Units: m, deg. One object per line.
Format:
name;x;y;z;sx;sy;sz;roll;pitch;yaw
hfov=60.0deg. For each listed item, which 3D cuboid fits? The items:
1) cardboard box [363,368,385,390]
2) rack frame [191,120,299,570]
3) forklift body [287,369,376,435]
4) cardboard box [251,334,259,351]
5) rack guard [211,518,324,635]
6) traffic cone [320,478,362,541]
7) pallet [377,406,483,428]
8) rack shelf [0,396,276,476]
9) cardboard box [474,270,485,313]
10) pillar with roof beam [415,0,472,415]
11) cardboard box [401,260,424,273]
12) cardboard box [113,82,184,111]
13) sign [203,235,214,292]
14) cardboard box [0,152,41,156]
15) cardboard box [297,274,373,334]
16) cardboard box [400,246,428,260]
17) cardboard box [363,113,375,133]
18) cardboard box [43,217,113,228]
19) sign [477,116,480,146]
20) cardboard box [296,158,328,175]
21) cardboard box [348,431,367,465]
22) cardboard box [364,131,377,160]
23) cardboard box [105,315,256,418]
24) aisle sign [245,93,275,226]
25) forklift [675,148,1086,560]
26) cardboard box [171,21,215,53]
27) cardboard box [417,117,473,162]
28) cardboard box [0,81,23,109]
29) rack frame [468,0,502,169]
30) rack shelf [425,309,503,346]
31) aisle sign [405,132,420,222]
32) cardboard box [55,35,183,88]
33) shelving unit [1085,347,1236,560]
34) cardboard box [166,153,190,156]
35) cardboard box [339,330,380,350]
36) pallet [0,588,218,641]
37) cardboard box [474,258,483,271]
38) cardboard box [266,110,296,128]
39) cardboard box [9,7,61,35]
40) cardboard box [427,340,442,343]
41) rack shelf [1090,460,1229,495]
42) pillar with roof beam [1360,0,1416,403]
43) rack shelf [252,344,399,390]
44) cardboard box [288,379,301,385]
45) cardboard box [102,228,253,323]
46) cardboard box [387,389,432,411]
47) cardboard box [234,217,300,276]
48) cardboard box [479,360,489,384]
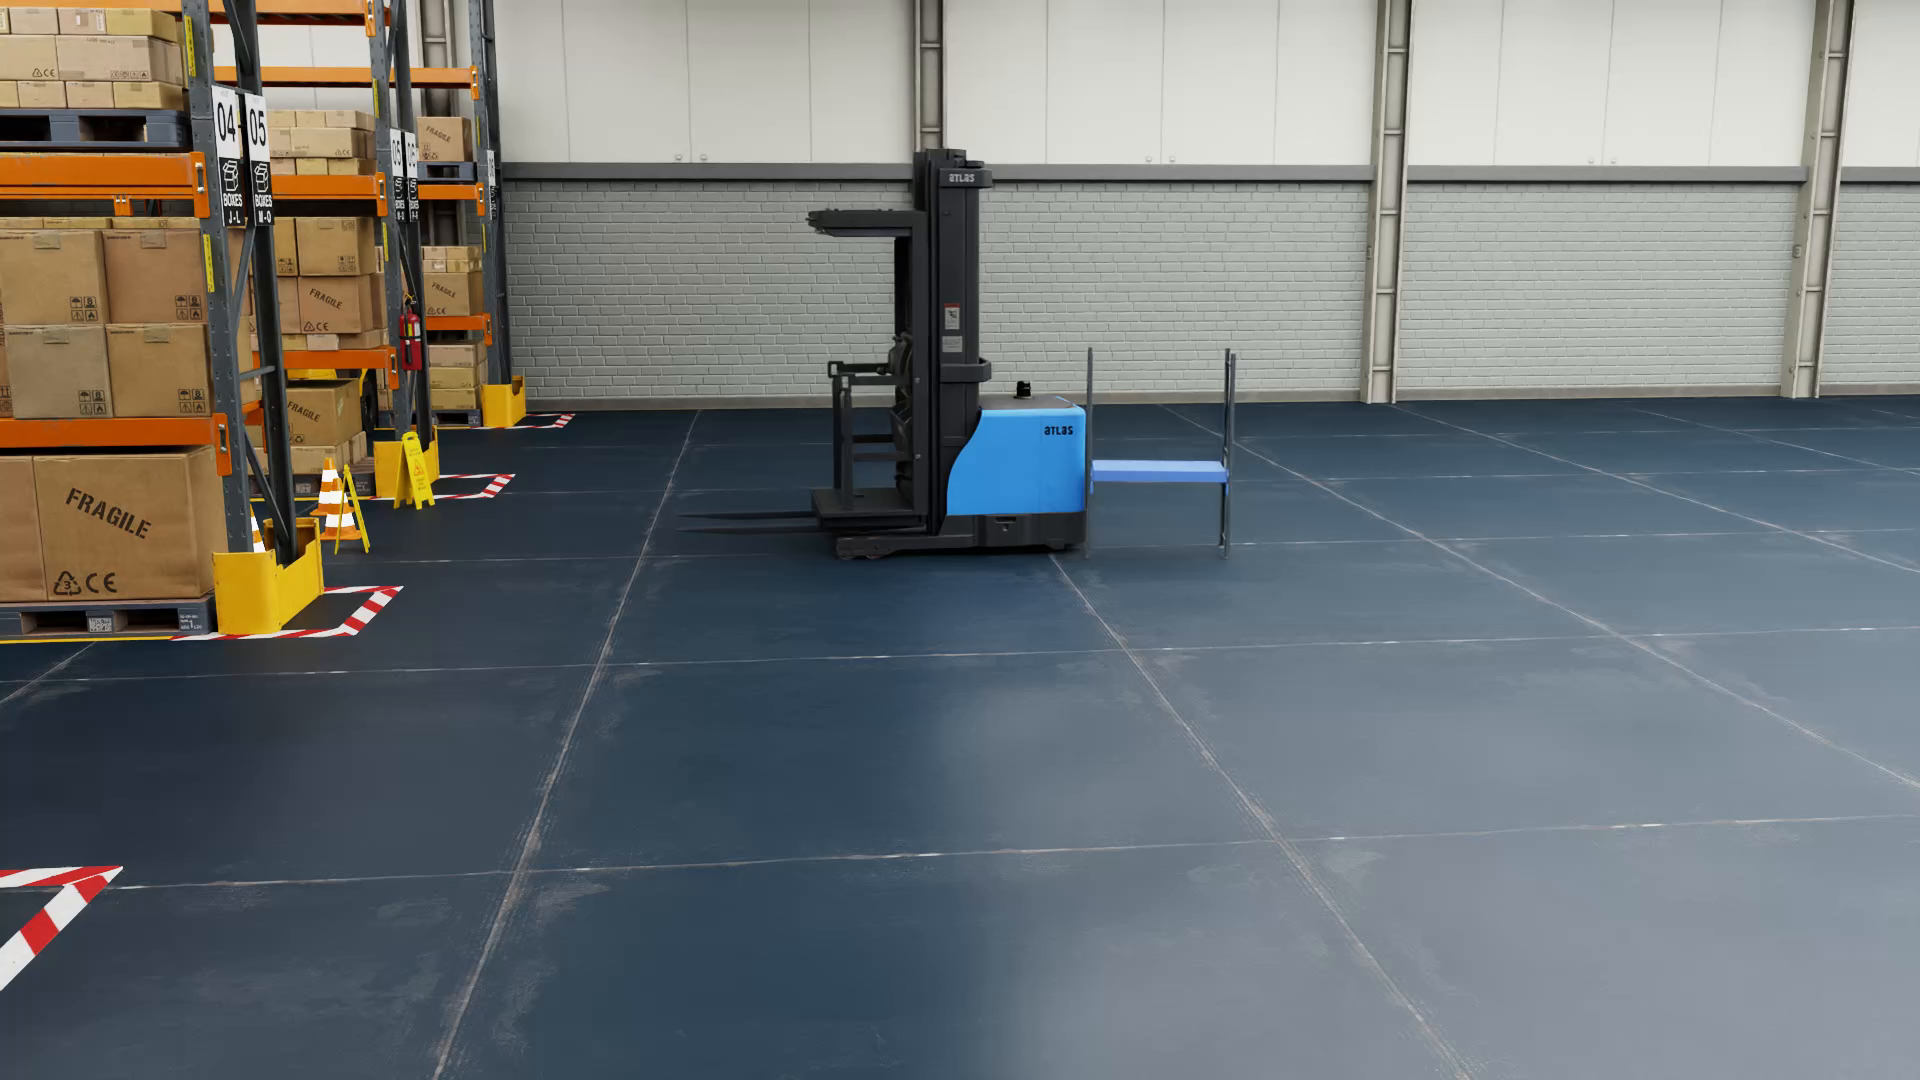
cardboard box;-7.009;-1.922;19.614;0.500;0.250;0.500;-1;11;-7
rack frame;-4.374;-1.014;10.252;0.127;3.000;1.000;-1;11;-6
forklift body;-7.237;-2.108;18.013;1.214;2.155;2.313;-1;11;-6
cardboard box;-6.107;-1.751;14.648;0.250;0.149;0.380;-1;11;-5
rack guard;-4.350;0.212;10.496;0.348;0.500;1.175;-1;11;-6
traffic cone;-4.839;-0.255;12.964;0.334;0.463;0.336;-1;11;-6
pallet;-6.304;-1.521;20.059;1.213;0.211;1.003;-1;11;-6
rack shelf;-6.362;-0.620;10.110;4.000;0.370;1.077;-1;11;-6
cardboard box;-6.071;-3.005;20.120;0.500;0.500;0.500;-1;11;-4
pillar with roof beam;-5.873;-5.190;15.939;0.400;9.000;9.100;-1;11;-6
cardboard box;-6.378;-3.215;19.506;0.250;0.149;0.380;-1;11;-5
cardboard box;-4.668;-2.546;9.571;0.250;0.149;0.380;-1;11;-6
sign;-4.329;-1.594;9.587;0.005;0.325;0.100;-1;11;-6
cardboard box;-8.007;-3.392;14.186;0.500;0.250;0.500;-1;11;-7
cardboard box;-5.519;-2.092;14.705;0.500;0.500;0.500;-1;11;-7
cardboard box;-6.381;-3.357;19.457;0.250;0.149;0.380;-1;11;-5
cardboard box;-5.384;-3.733;14.889;0.250;0.149;0.380;-1;11;-6
cardboard box;-7.512;-2.543;14.406;0.500;0.500;0.700;-1;11;-7
sign;-5.504;-4.677;19.014;0.005;0.325;0.100;-1;11;-6
cardboard box;-5.577;-3.238;14.436;0.250;0.149;0.380;-1;11;-6
cardboard box;-5.841;-0.855;15.479;0.500;0.250;0.500;-1;11;-7
cardboard box;-5.537;-3.546;14.973;0.500;0.250;0.500;-1;11;-7
cardboard box;-4.738;-1.072;10.154;0.550;0.550;0.875;-1;11;-6
aisle sign;-4.336;-2.349;10.302;0.004;0.787;0.394;-1;11;-6
forklift;-0.621;-1.399;12.387;3.031;2.935;1.130;-2;11;-9
cardboard box;-4.740;-3.063;10.135;0.250;0.149;0.380;-1;11;-5
cardboard box;-5.962;-4.633;19.278;0.500;0.500;0.500;-1;11;-4
cardboard box;-5.425;-2.530;9.491;0.250;0.149;0.380;-1;11;-6
rack frame;-5.549;-5.857;19.333;0.127;3.000;1.000;-1;11;-6
rack shelf;-7.537;-2.519;19.769;4.000;0.370;1.077;-1;11;-6
aisle sign;-4.981;-3.298;15.128;0.004;0.787;0.394;-1;11;-6
cardboard box;-4.830;-2.750;9.574;0.500;0.250;0.500;-1;11;-5
shelving unit;1.462;-0.648;12.276;1.048;1.500;0.538;1;11;4
cardboard box;-6.504;-3.422;14.338;0.500;0.250;0.500;-1;11;-4
cardboard box;-5.357;-1.790;14.846;0.250;0.149;0.380;-1;11;-4
pallet;-5.160;0.386;10.360;1.213;0.211;1.003;-1;11;-6
cardboard box;-5.914;-3.323;20.057;0.250;0.149;0.380;-1;11;-8
cardboard box;-5.825;-3.631;14.369;0.250;0.149;0.380;-1;11;-7
cardboard box;-5.175;-2.927;9.441;0.250;0.149;0.380;-1;11;-5
cardboard box;-6.543;-2.276;20.117;0.500;0.250;0.500;-1;11;-6
rack shelf;1.462;-0.471;12.311;1.000;0.185;0.538;1;11;4
pillar with roof beam;6.057;-5.440;17.210;0.400;9.000;9.100;-1;11;-6
rack shelf;-6.997;-1.567;14.928;4.000;0.370;1.077;-1;11;-6
cardboard box;-6.383;-1.210;15.344;0.500;0.500;0.500;-2;11;-8
cardboard box;-4.747;-1.618;10.132;0.550;0.550;0.875;-1;11;-6
cardboard box;-6.477;-1.691;19.735;0.500;0.250;0.500;-1;11;-6
cardboard box;-5.997;-2.586;14.622;0.500;0.500;0.700;-1;11;-6
cardboard box;-6.038;-2.046;20.241;0.500;0.250;0.500;-1;11;-5
